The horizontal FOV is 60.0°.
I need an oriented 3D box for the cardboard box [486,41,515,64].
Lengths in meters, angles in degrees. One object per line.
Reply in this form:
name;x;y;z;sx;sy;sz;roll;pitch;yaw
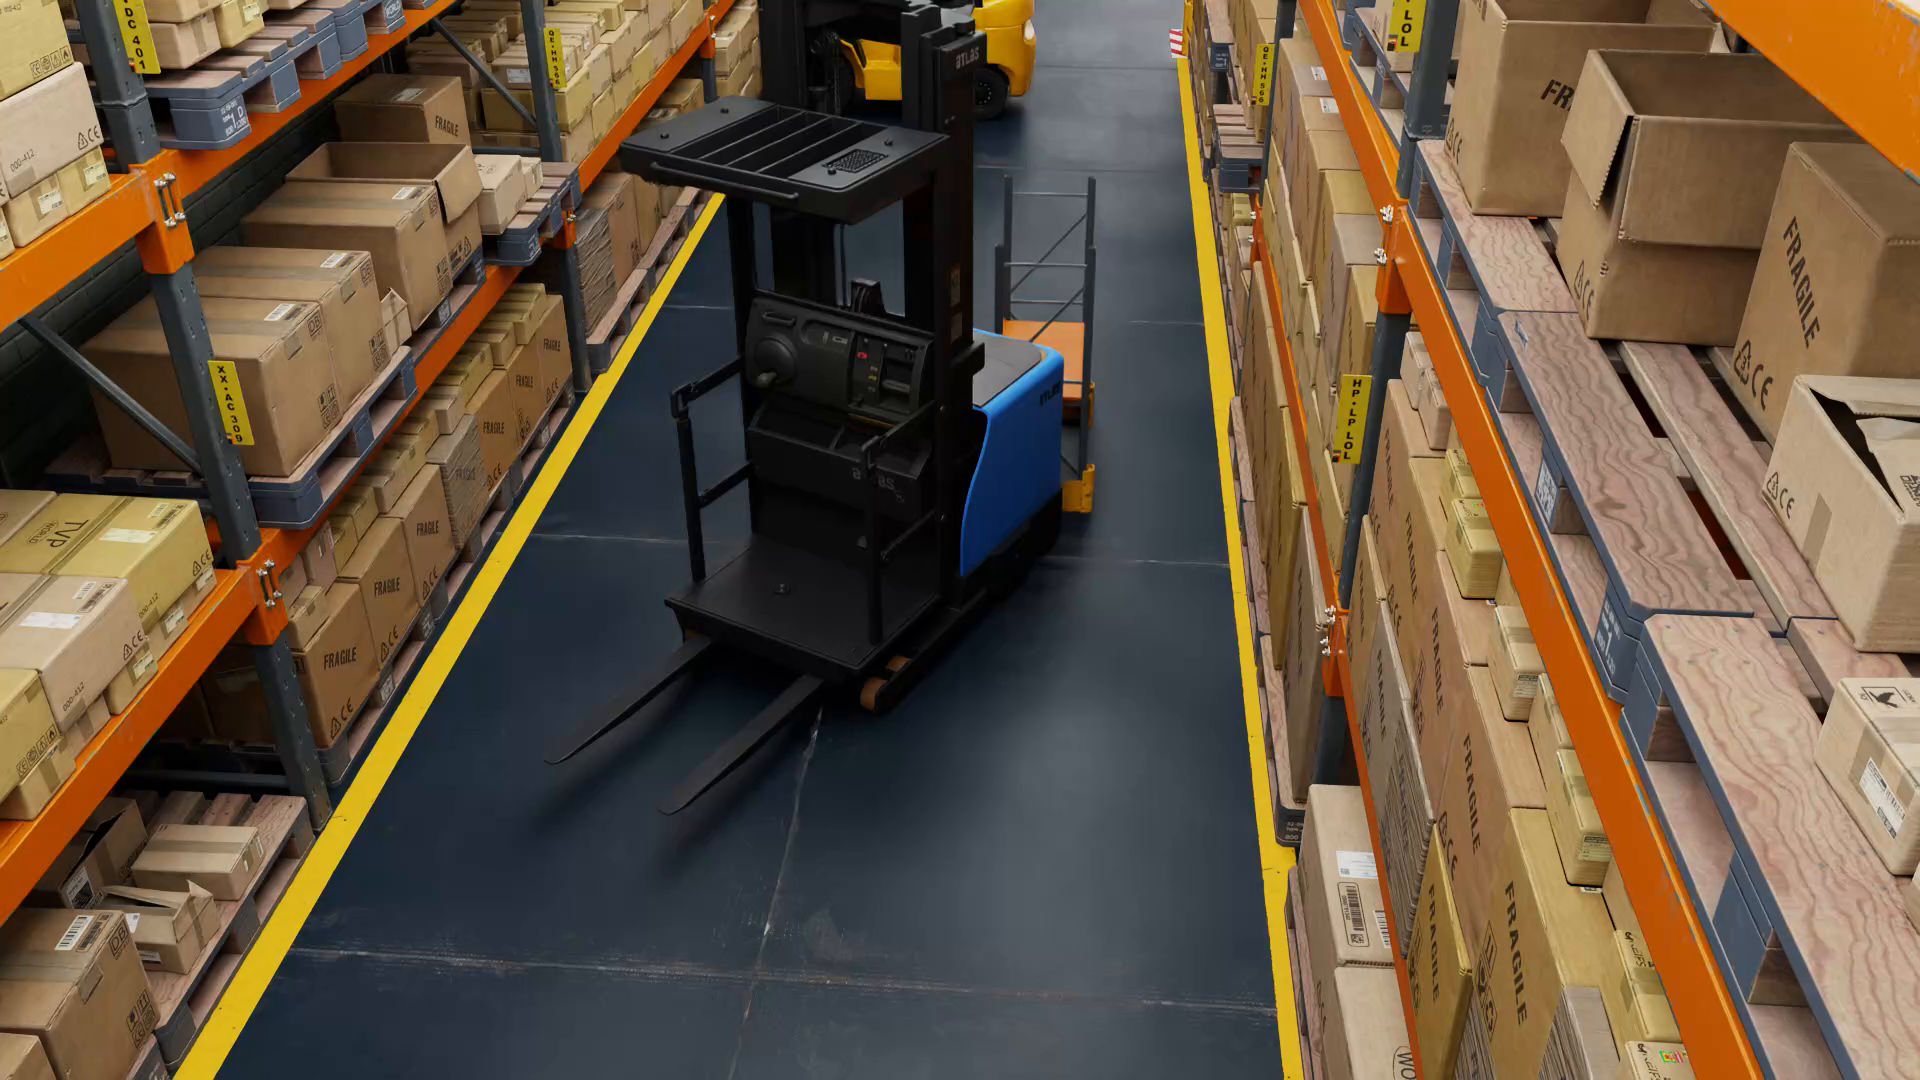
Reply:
cardboard box;-2.981;-2.885;10.239;0.500;0.250;0.500;3;32;4

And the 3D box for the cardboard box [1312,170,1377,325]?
cardboard box;1.723;-1.168;6.738;0.500;0.500;0.500;3;32;5

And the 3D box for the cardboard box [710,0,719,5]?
cardboard box;-2.158;-4.577;13.223;0.500;0.500;0.500;2;32;3

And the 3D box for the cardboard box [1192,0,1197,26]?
cardboard box;2.476;-5.100;15.673;0.500;0.500;0.500;1;32;2

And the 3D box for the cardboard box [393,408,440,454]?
cardboard box;-2.775;-0.525;8.107;0.380;0.149;0.250;3;32;4

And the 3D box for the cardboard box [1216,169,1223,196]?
cardboard box;2.453;-2.889;12.684;0.950;0.372;0.625;3;32;5

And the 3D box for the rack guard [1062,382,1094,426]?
rack guard;0.494;-0.812;9.830;0.587;0.250;0.087;2;32;3

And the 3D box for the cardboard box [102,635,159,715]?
cardboard box;-2.877;0.428;5.436;0.380;0.149;0.250;3;32;5

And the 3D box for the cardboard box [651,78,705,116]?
cardboard box;-2.486;-3.208;12.960;0.875;0.625;0.625;4;32;6

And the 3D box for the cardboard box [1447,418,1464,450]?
cardboard box;1.574;-0.240;4.615;0.380;0.149;0.250;2;32;3

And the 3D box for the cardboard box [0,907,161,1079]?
cardboard box;-3.094;1.543;5.370;0.700;0.500;0.500;1;32;2

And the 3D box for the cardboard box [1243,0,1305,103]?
cardboard box;1.958;-2.880;9.786;0.500;0.500;0.500;2;32;3

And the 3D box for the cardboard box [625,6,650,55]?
cardboard box;-2.382;-3.395;11.067;0.500;0.250;0.500;3;32;5

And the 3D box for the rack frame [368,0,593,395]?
rack frame;-2.780;-2.222;9.496;1.000;3.000;0.127;2;32;4

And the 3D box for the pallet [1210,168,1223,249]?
pallet;2.431;-2.509;12.620;1.003;0.211;1.213;2;32;4

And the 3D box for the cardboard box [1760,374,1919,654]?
cardboard box;1.688;-0.070;2.734;0.500;0.311;0.500;3;32;5

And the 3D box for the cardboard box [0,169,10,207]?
cardboard box;-2.927;-0.935;4.408;0.500;0.250;0.500;1;32;2

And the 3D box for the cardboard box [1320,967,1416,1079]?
cardboard box;1.611;1.784;5.039;0.875;0.438;0.875;2;32;3

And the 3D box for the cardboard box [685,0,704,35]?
cardboard box;-2.235;-3.975;12.484;0.500;0.250;0.500;3;32;5

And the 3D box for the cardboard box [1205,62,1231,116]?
cardboard box;2.274;-3.752;13.485;0.500;0.500;0.500;2;32;3

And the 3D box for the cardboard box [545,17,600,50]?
cardboard box;-2.436;-3.107;10.219;0.380;0.149;0.250;3;32;5

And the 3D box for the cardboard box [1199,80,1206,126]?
cardboard box;2.307;-3.711;14.134;0.500;0.250;0.500;2;32;3

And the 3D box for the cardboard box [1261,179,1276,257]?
cardboard box;1.877;-1.703;8.797;0.500;0.250;0.500;2;32;3

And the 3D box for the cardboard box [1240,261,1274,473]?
cardboard box;2.028;-0.929;9.023;0.875;0.875;0.875;2;32;4

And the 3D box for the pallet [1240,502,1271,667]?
pallet;1.926;0.220;8.191;1.003;0.211;1.213;2;32;4

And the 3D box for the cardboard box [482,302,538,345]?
cardboard box;-2.559;-1.200;9.202;0.380;0.149;0.250;1;32;1

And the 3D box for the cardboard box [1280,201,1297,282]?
cardboard box;1.784;-1.376;7.791;0.500;0.250;0.500;2;32;4

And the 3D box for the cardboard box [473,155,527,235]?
cardboard box;-2.543;-1.771;8.508;0.500;0.250;0.500;1;32;2

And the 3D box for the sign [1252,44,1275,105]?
sign;1.626;-2.489;8.902;0.100;0.325;0.005;2;32;4

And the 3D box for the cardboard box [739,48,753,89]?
cardboard box;-2.068;-4.038;14.187;0.500;0.250;0.500;2;32;4

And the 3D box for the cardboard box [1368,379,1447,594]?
cardboard box;1.562;-0.150;5.086;0.500;0.500;0.500;3;32;4

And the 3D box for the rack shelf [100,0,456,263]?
rack shelf;-2.943;-2.147;7.201;1.077;0.370;4.000;2;32;4

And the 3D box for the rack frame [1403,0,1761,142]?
rack frame;1.842;-2.474;4.188;1.000;3.000;0.127;2;32;4

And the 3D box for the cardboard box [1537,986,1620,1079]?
cardboard box;1.331;1.166;2.950;0.500;0.500;0.500;3;32;4

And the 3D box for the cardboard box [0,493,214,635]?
cardboard box;-2.904;0.084;5.615;0.500;0.250;0.500;3;32;5

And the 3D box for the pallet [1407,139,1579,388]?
pallet;1.765;-0.732;4.304;1.003;0.211;1.213;2;32;4

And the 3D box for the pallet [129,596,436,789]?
pallet;-3.077;0.630;7.527;1.003;0.211;1.213;2;32;4

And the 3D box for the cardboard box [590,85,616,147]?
cardboard box;-2.455;-2.643;10.322;0.500;0.250;0.500;2;32;3

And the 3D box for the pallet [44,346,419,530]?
pallet;-2.932;-0.462;6.823;1.003;0.211;1.213;2;32;4

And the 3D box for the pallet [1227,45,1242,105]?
pallet;2.288;-2.967;10.888;1.003;0.211;1.213;2;32;4

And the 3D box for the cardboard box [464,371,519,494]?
cardboard box;-2.691;-0.571;8.800;0.500;0.500;0.500;4;32;6

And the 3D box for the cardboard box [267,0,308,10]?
cardboard box;-2.601;-2.060;6.119;0.380;0.149;0.250;3;32;5

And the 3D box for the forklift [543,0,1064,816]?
forklift;-0.658;-0.743;7.163;1.130;2.935;3.031;17;36;26

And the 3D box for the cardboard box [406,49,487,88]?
cardboard box;-2.955;-2.719;9.590;0.380;0.149;0.250;3;32;6

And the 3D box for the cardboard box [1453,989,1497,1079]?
cardboard box;1.379;1.334;3.631;0.500;0.500;0.500;3;32;5

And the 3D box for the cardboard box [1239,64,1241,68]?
cardboard box;2.007;-3.079;10.726;0.380;0.149;0.250;1;32;2

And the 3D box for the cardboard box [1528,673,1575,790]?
cardboard box;1.435;0.425;3.535;0.380;0.149;0.250;3;32;6

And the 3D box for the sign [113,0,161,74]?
sign;-2.564;-1.608;5.149;0.100;0.325;0.005;2;32;4

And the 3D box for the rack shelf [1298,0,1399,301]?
rack shelf;2.005;-1.937;6.860;1.077;0.370;4.000;2;32;4

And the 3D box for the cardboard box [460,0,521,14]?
cardboard box;-2.977;-3.393;10.682;0.380;0.149;0.250;2;32;3

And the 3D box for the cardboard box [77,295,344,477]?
cardboard box;-2.843;-0.595;6.361;0.700;0.500;0.500;3;32;5

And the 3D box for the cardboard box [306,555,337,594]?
cardboard box;-2.866;0.155;7.004;0.380;0.149;0.250;2;32;3

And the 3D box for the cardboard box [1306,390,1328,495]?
cardboard box;1.670;-0.368;6.631;0.500;0.250;0.500;2;32;3

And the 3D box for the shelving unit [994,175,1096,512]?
shelving unit;0.460;-1.084;9.079;0.587;1.500;1.083;2;32;3

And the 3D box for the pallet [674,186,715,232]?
pallet;-2.476;-2.740;12.994;1.003;0.211;1.213;2;32;4
